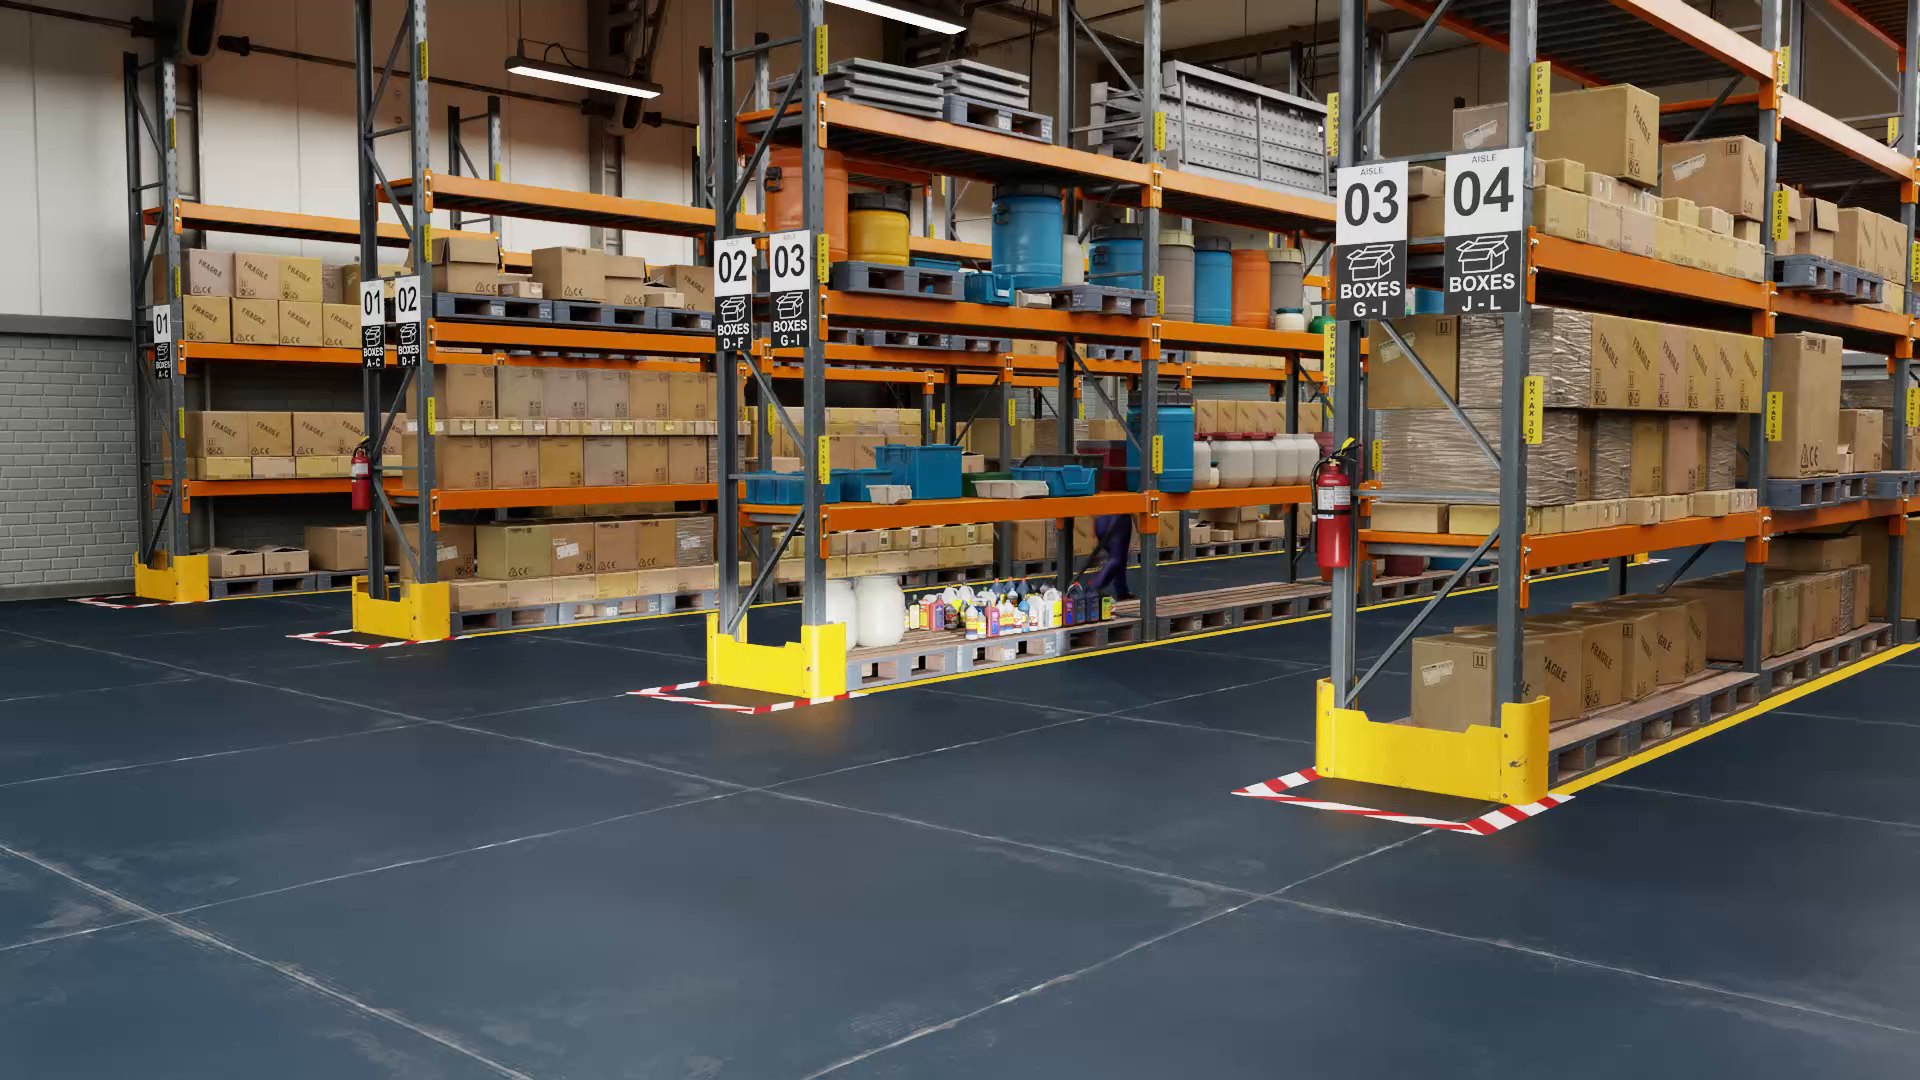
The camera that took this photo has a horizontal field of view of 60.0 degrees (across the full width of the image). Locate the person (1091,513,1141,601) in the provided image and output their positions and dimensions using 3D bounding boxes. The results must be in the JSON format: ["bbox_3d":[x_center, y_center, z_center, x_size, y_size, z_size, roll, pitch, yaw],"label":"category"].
[{"bbox_3d":[1.616,-0.127,17.560,0.483,1.591,1.012,4,5,44],"label":"person"}]
